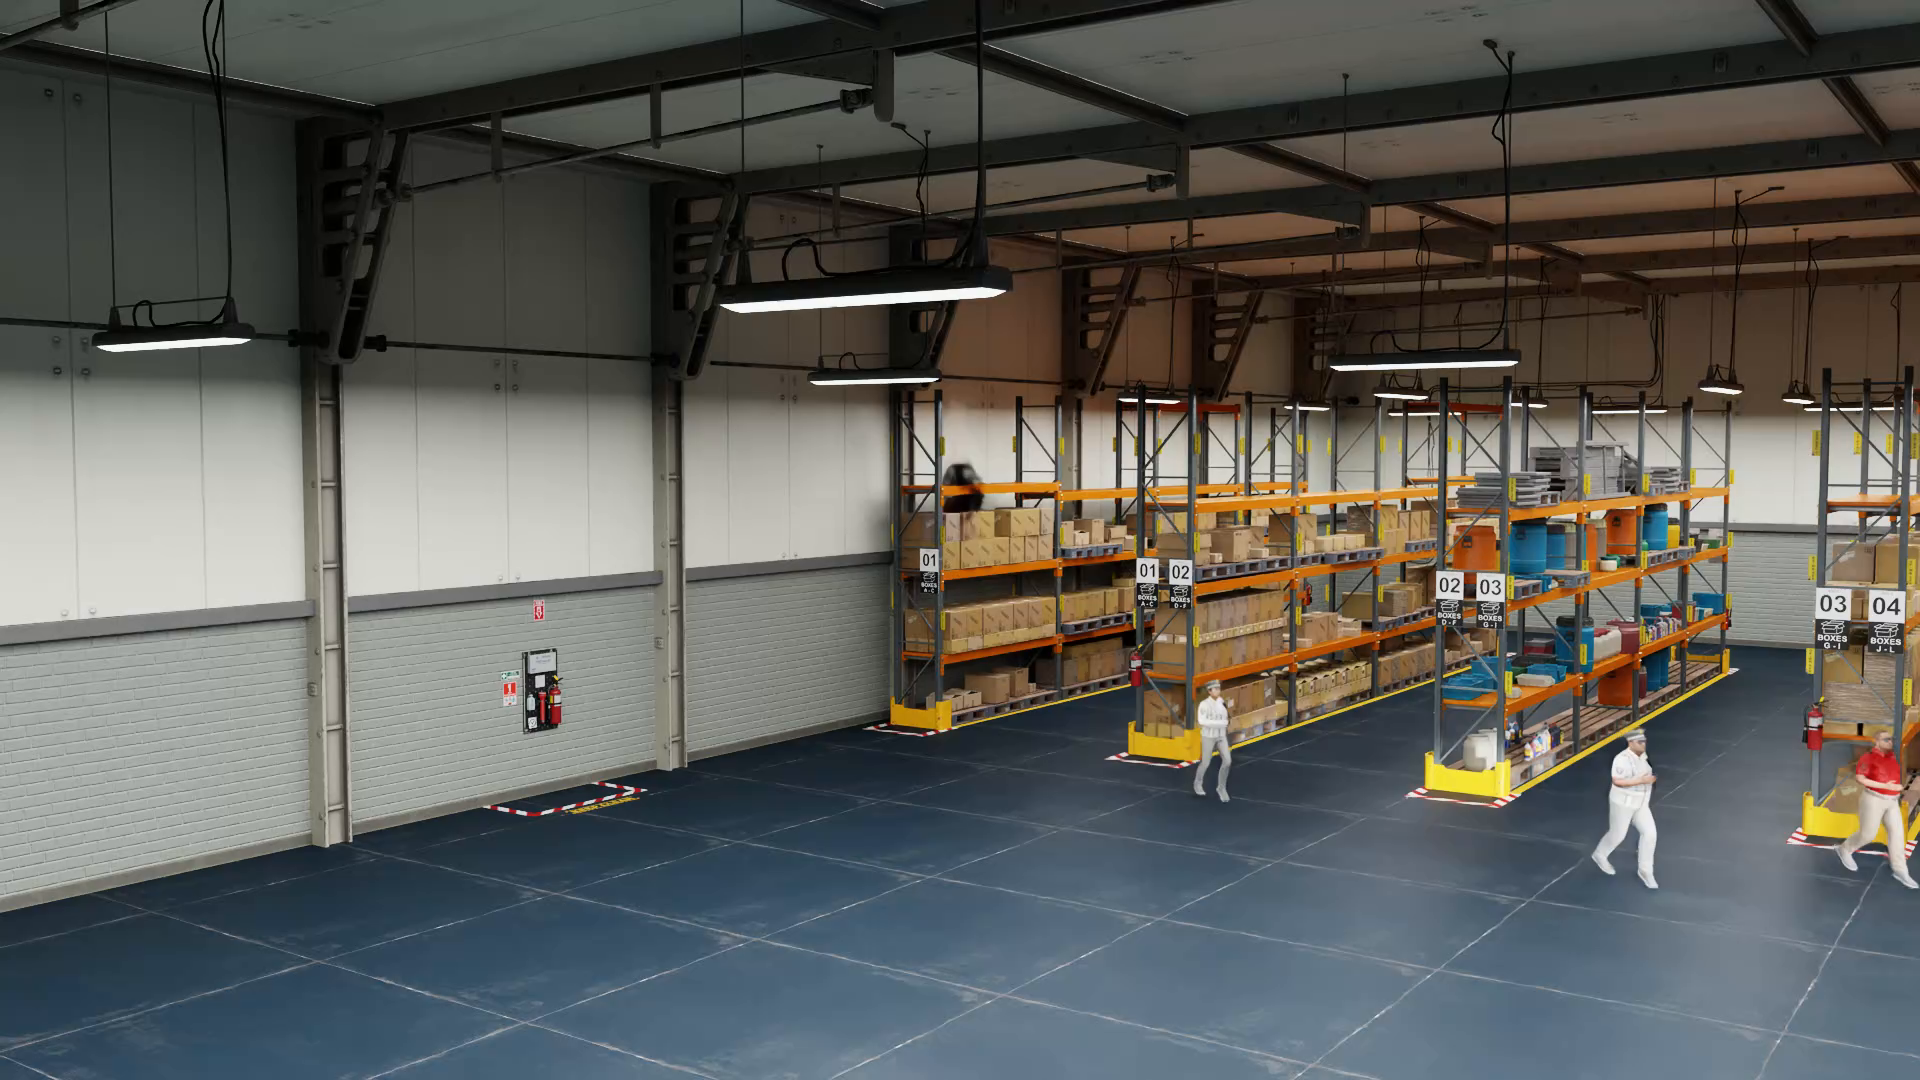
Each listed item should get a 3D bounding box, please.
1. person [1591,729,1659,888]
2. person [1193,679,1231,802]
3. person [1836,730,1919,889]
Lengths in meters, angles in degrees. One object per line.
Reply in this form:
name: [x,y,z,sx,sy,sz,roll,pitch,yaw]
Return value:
person: [7.655,3.063,19.114,0.643,1.866,0.884,-2,4,-25]
person: [3.585,2.835,23.543,0.611,1.763,0.751,-2,4,-27]
person: [10.564,3.044,19.124,0.679,1.744,0.987,-1,3,-19]
